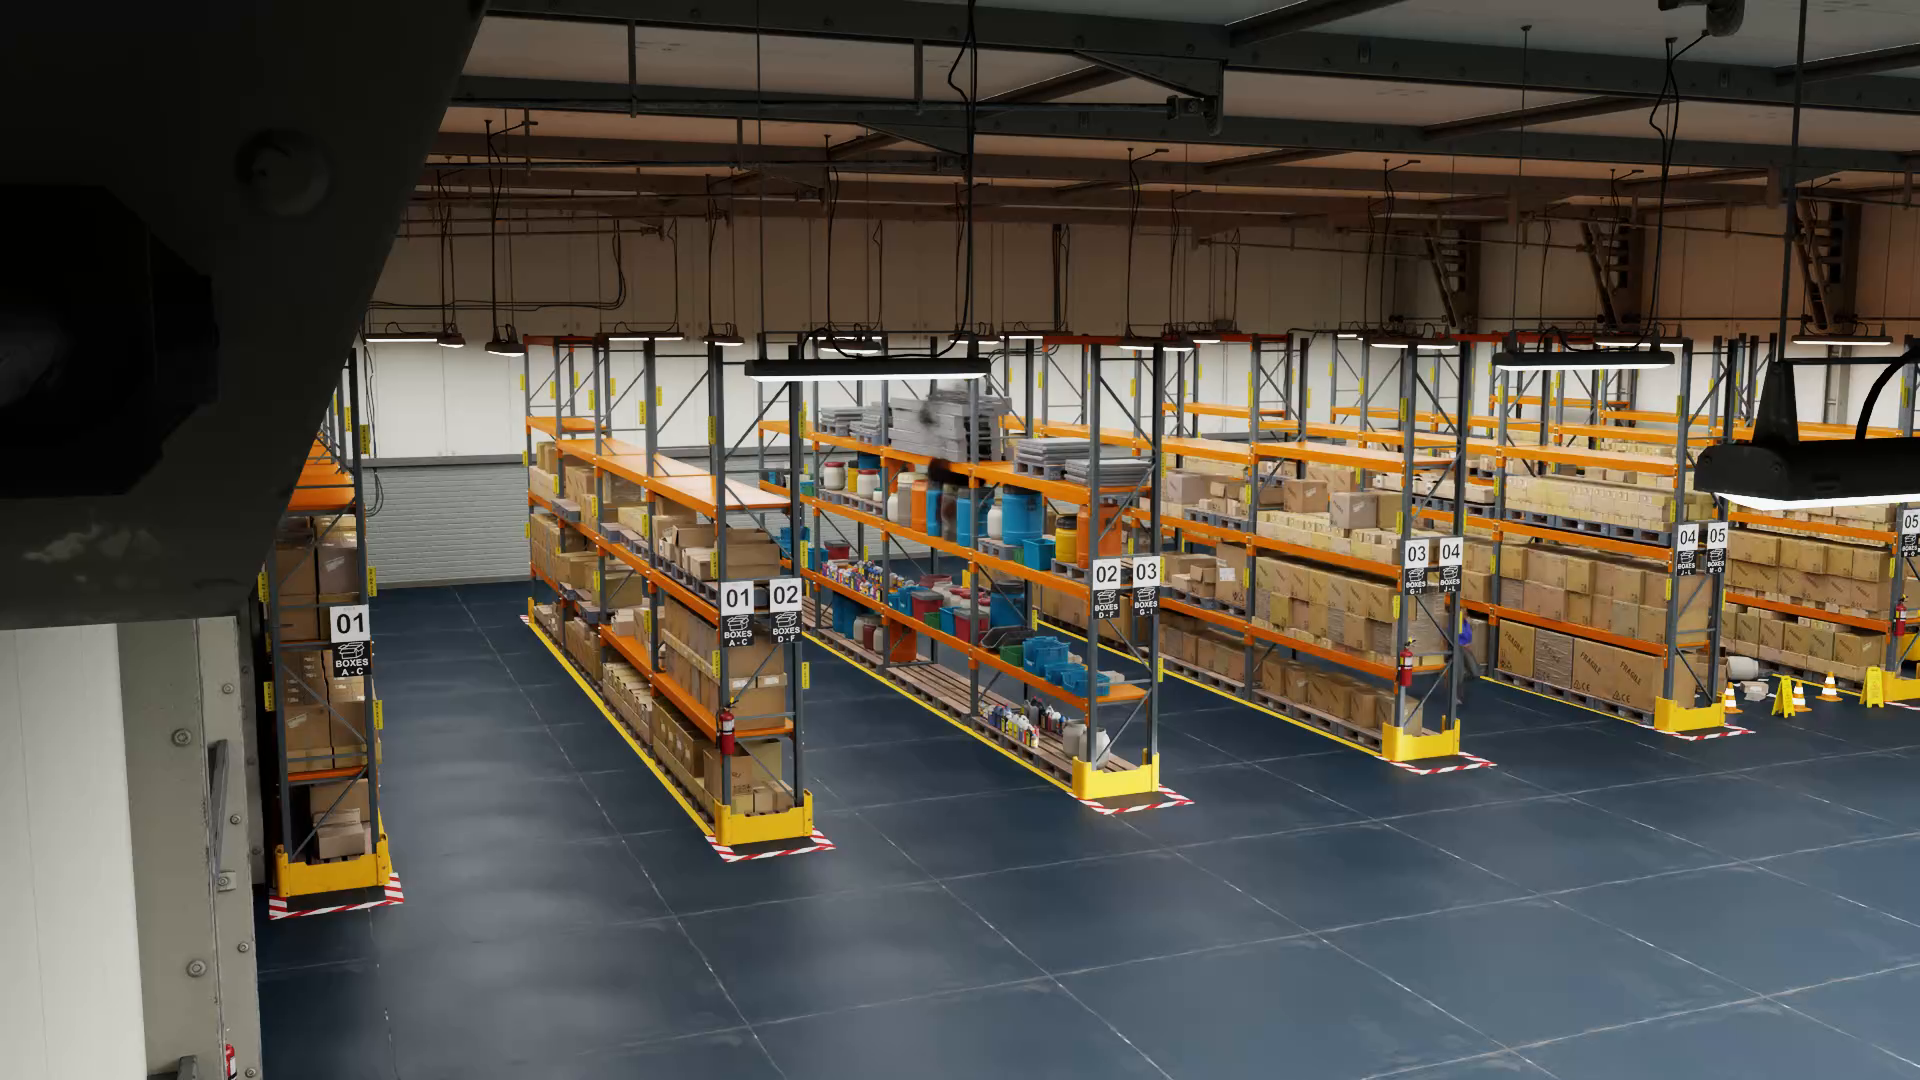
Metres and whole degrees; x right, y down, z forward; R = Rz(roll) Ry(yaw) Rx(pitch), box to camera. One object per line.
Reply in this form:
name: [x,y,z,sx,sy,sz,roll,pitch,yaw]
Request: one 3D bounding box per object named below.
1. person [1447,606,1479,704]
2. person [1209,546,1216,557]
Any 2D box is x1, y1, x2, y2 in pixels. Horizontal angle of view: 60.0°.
person: [8.282,1.904,27.349,0.624,1.613,0.537,-5,9,-32]
person: [6.347,0.023,41.453,0.646,1.632,0.522,-7,11,-44]
